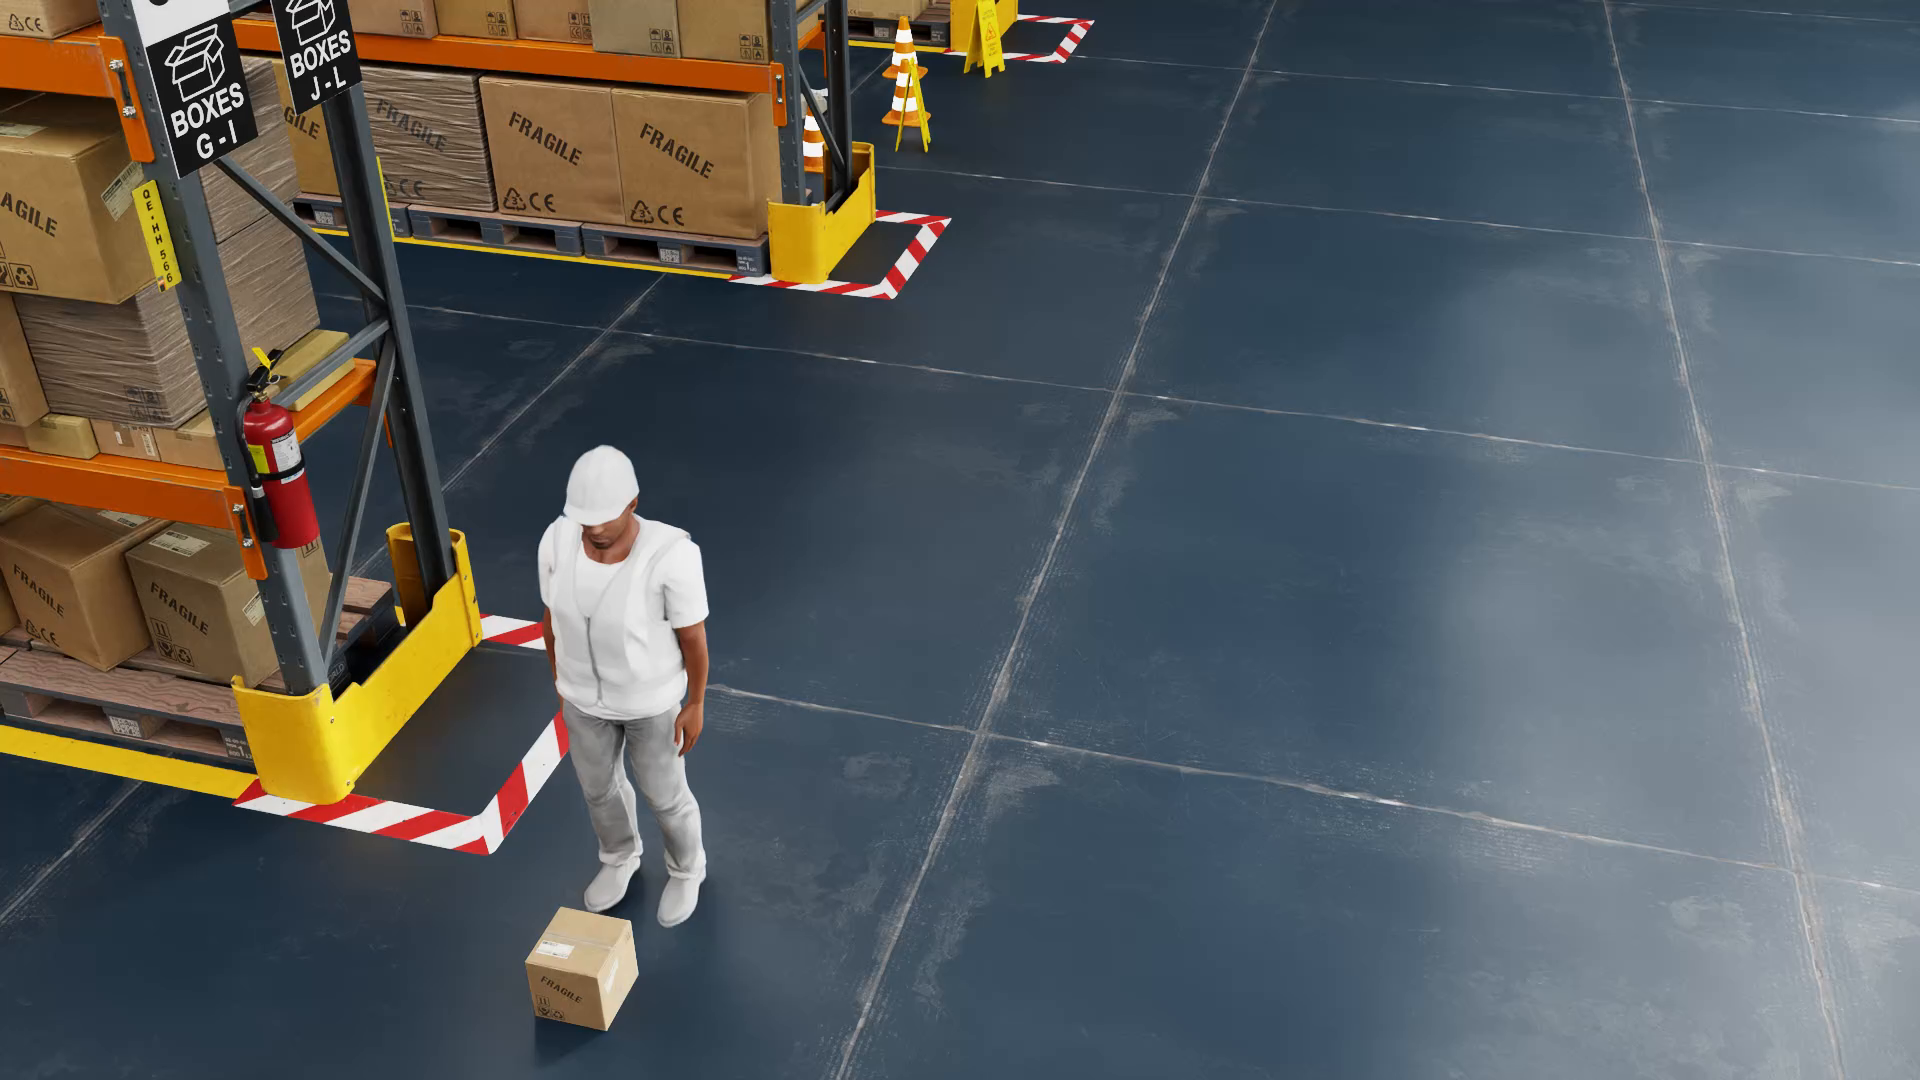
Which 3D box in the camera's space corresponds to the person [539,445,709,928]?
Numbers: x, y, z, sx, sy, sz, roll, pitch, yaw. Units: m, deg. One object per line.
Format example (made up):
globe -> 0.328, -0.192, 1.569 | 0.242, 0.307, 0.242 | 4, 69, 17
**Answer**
person -> -1.070, 0.487, 5.365 | 0.567, 1.771, 0.368 | 9, 34, 13
